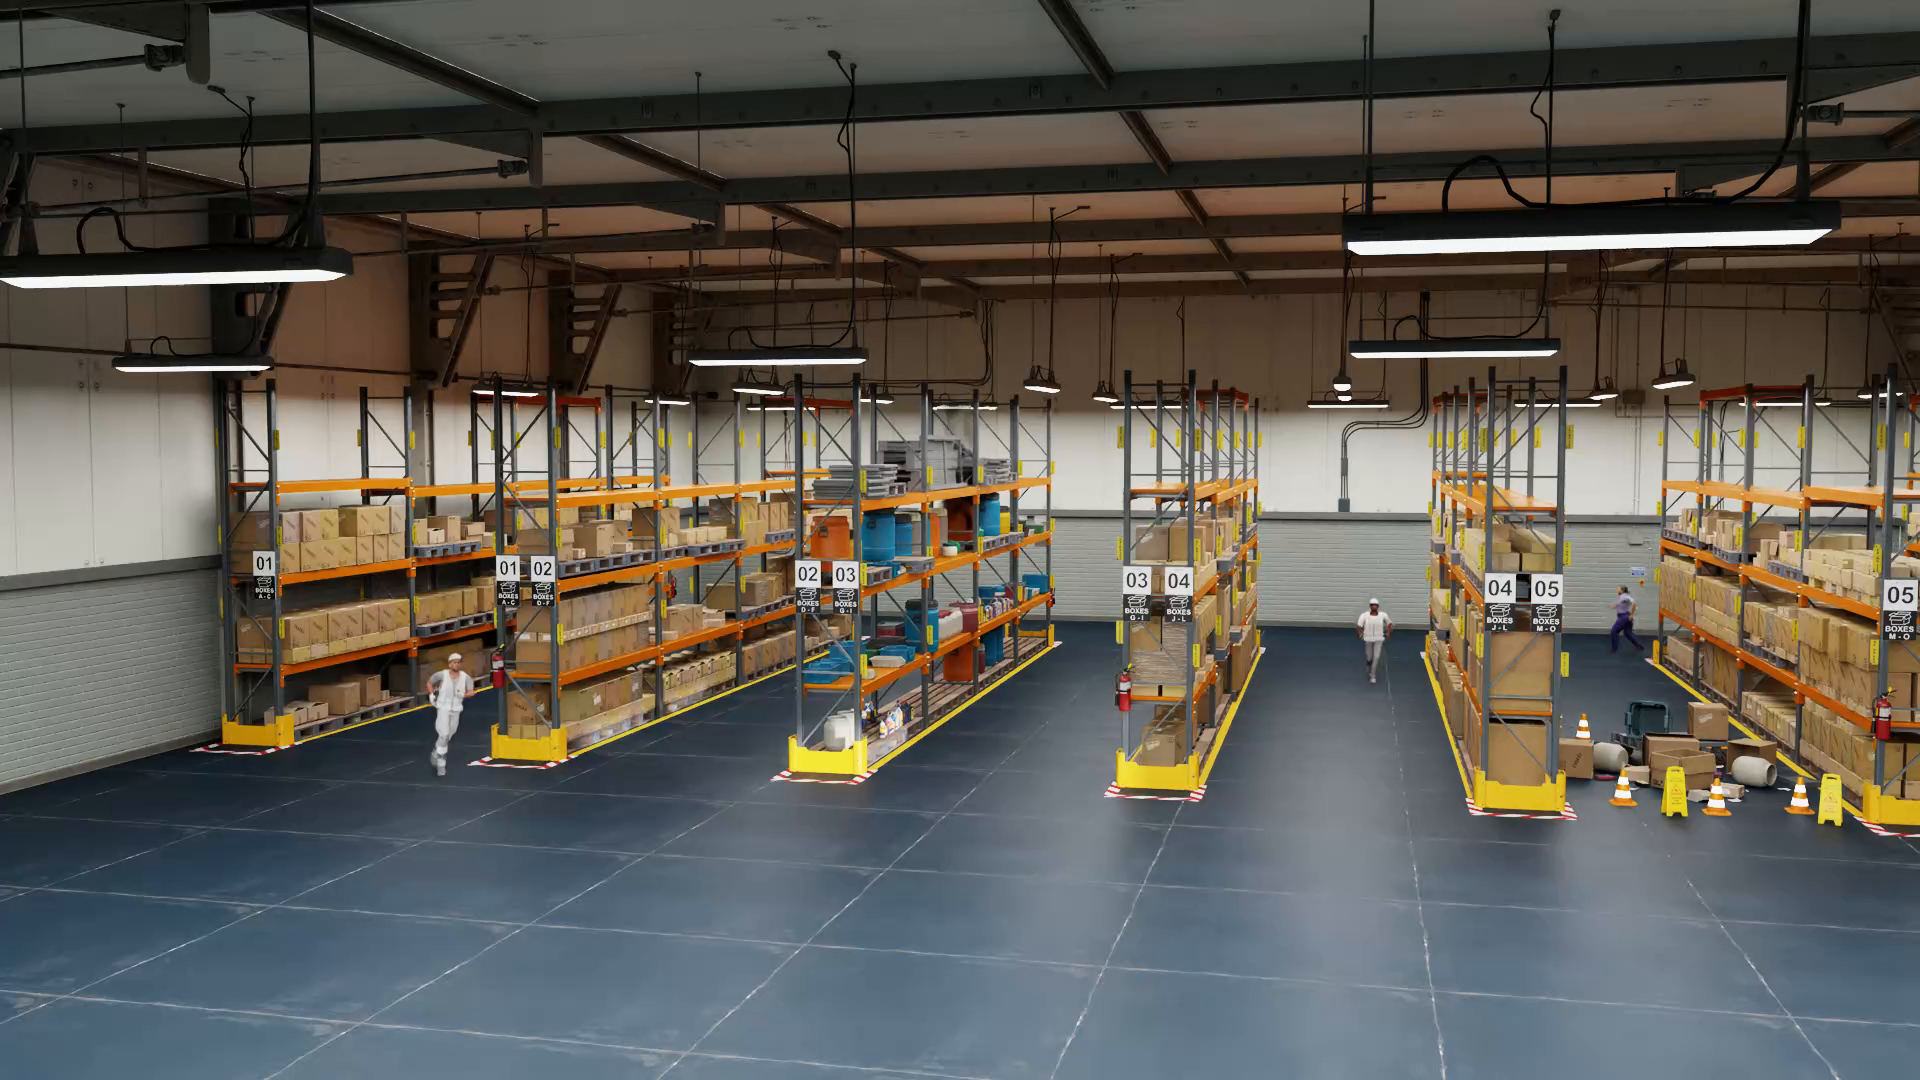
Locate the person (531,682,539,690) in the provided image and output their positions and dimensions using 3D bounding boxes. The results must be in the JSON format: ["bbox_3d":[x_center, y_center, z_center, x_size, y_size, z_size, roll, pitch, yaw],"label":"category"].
[{"bbox_3d":[-7.824,2.292,31.130,0.668,1.689,0.803,0,3,6],"label":"person"}]

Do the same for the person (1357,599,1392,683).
[{"bbox_3d":[8.600,2.076,34.500,0.712,1.727,0.806,1,4,15],"label":"person"}]

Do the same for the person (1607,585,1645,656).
[{"bbox_3d":[15.483,1.886,38.635,0.836,1.692,0.622,1,4,22],"label":"person"}]

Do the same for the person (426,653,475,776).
[{"bbox_3d":[-7.718,2.616,25.221,0.659,1.827,0.819,-2,4,-34],"label":"person"}]
